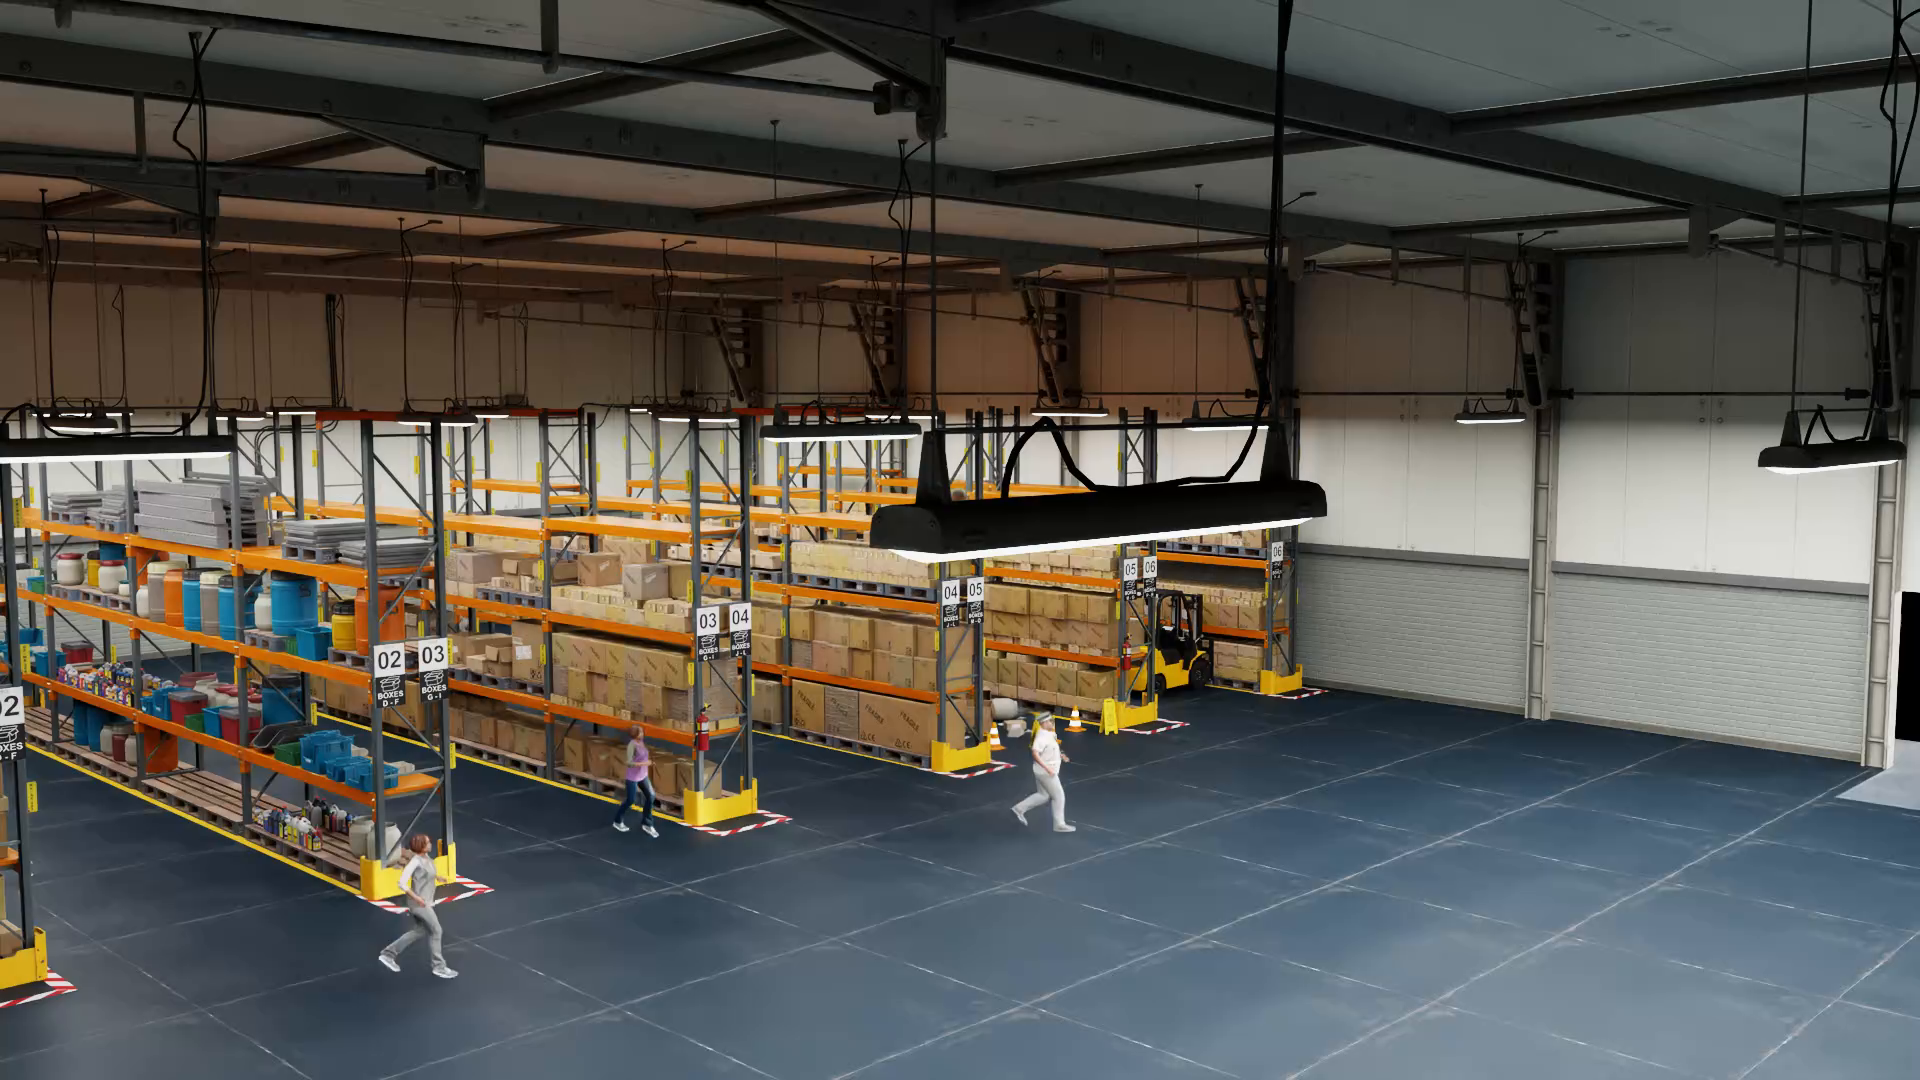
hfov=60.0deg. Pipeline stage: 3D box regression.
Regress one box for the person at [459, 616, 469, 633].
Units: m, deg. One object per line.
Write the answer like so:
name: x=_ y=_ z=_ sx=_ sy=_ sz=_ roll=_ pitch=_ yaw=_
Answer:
person: x=-12.075 y=1.900 z=40.420 sx=0.750 sy=1.703 sz=0.760 roll=-1 pitch=5 yaw=-14

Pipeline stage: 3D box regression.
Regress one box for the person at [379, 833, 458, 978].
person: x=-5.860 y=3.947 z=17.940 sx=0.815 sy=1.606 sz=0.526 roll=-1 pitch=5 yaw=-15

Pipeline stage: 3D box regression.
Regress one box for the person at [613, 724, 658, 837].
person: x=-4.637 y=3.430 z=23.713 sx=0.730 sy=1.640 sz=0.529 roll=2 pitch=6 yaw=23

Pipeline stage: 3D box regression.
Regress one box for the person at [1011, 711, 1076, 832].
person: x=1.209 y=3.322 z=23.934 sx=0.929 sy=1.755 sz=0.691 roll=0 pitch=5 yaw=-2
